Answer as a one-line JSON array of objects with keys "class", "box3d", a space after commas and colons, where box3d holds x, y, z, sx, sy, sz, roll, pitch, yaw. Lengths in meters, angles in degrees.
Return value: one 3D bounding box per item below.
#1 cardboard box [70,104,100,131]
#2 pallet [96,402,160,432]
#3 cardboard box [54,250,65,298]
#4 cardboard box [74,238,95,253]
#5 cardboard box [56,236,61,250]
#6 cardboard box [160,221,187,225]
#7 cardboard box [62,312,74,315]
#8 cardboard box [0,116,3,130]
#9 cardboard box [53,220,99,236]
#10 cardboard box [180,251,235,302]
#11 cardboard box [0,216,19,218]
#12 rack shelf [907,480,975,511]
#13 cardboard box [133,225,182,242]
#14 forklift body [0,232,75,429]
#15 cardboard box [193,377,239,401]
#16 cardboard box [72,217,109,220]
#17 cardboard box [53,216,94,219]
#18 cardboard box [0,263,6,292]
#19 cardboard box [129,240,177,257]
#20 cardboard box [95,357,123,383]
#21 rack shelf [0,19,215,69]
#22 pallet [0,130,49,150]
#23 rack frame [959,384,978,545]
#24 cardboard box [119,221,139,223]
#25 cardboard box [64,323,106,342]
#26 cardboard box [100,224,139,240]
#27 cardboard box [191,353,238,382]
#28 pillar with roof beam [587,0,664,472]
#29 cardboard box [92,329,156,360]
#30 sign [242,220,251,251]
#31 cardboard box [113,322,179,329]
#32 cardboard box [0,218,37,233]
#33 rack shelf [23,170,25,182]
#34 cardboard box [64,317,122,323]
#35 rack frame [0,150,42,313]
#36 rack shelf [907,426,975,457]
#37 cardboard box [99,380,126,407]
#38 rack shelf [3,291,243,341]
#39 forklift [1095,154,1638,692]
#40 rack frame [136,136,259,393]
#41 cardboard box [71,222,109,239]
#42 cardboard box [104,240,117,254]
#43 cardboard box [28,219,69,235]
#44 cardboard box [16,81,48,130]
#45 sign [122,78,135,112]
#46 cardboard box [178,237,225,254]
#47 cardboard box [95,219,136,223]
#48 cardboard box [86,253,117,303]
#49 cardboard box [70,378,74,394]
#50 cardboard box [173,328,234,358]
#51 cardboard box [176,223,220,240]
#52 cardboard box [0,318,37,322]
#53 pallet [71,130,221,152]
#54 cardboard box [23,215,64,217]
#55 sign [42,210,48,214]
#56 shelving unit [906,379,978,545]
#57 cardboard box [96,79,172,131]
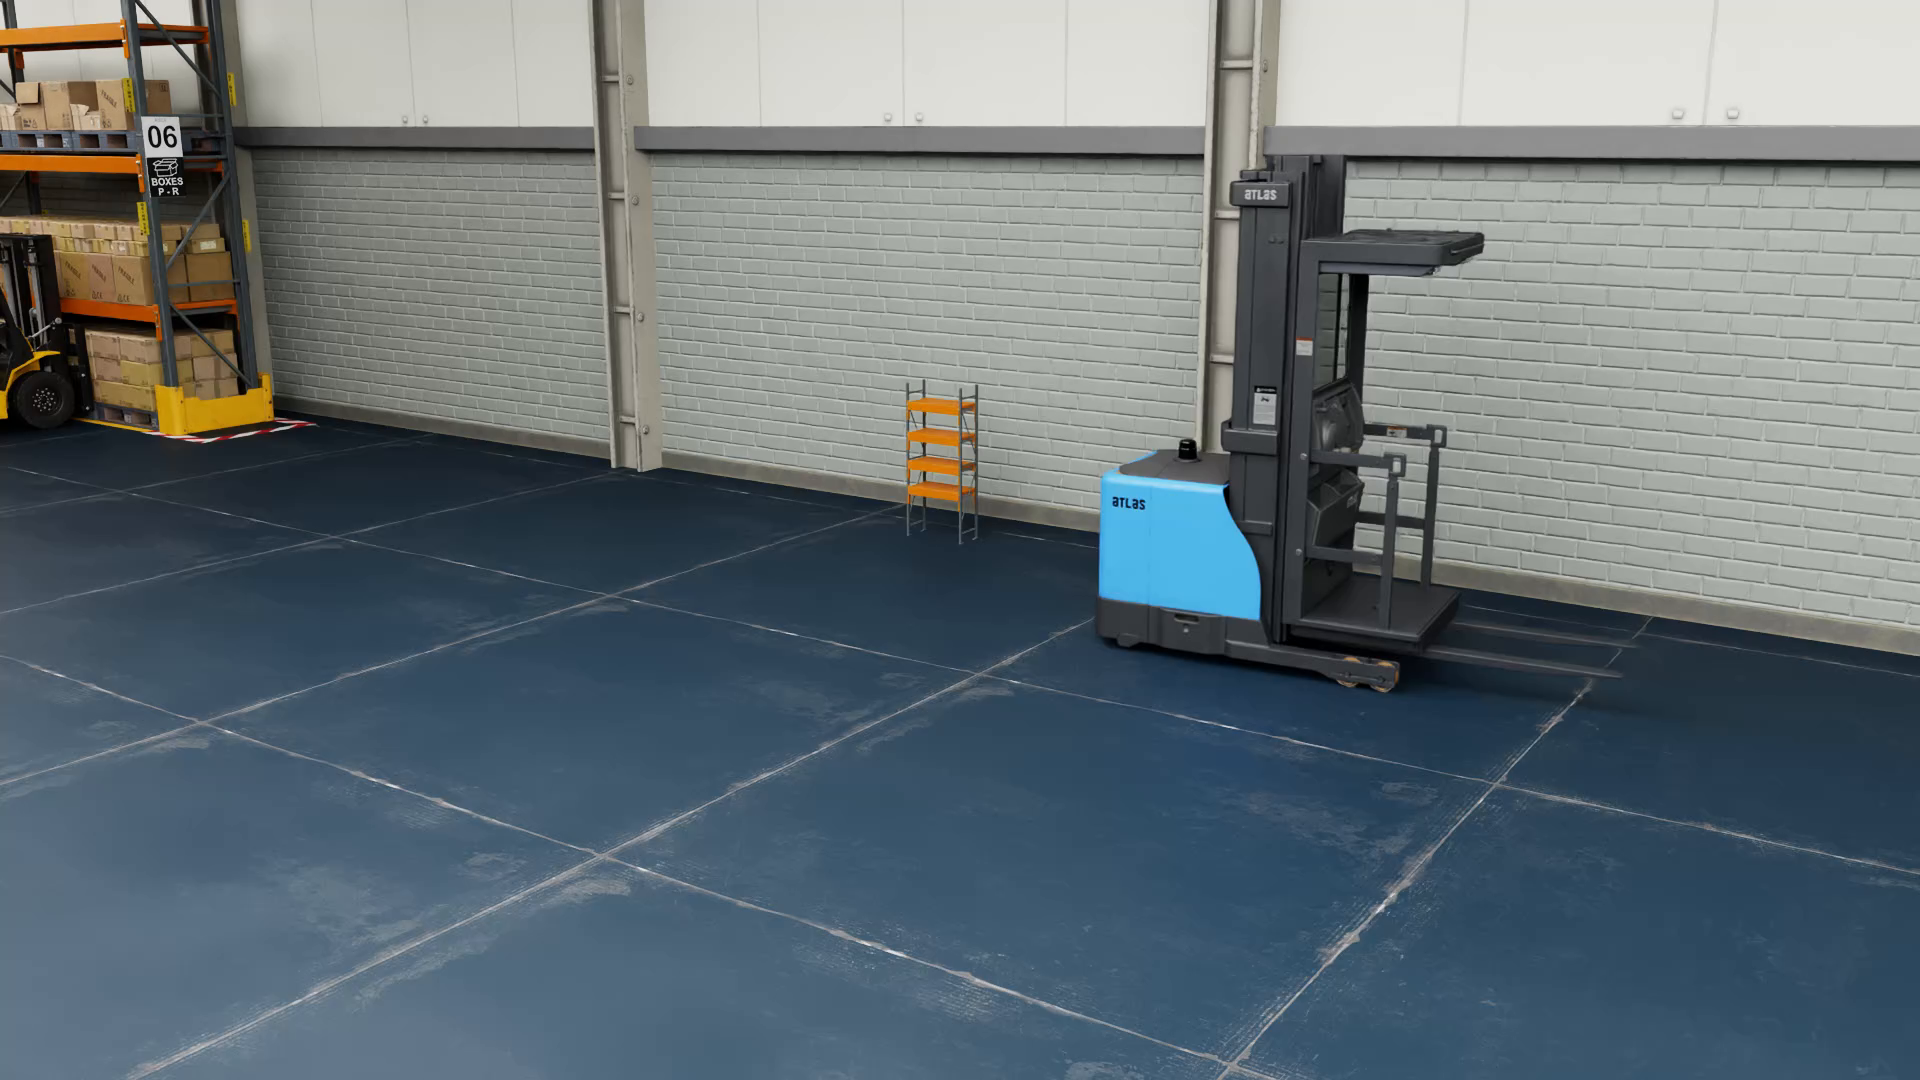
[{"class": "cardboard box", "box3d": [-8.994, -4.402, 17.317, 0.258, 0.266, 0.396, 9, 17, 33]}, {"class": "pallet", "box3d": [-8.584, -1.415, 18.098, 1.213, 0.211, 1.003, 9, 17, 33]}, {"class": "cardboard box", "box3d": [-9.755, -2.941, 18.255, 0.500, 0.500, 0.500, 9, 17, 33]}, {"class": "cardboard box", "box3d": [-9.227, -3.165, 17.809, 0.250, 0.149, 0.380, 9, 16, 31]}, {"class": "cardboard box", "box3d": [-9.605, -3.247, 18.138, 0.250, 0.149, 0.380, 9, 17, 32]}, {"class": "cardboard box", "box3d": [-8.511, -3.344, 17.911, 0.250, 0.149, 0.380, 10, 17, 34]}, {"class": "cardboard box", "box3d": [-10.729, -2.537, 19.598, 0.500, 0.250, 0.500, 10, 17, 34]}, {"class": "cardboard box", "box3d": [-10.405, -4.573, 18.253, 0.250, 0.149, 0.380, 10, 17, 34]}, {"class": "cardboard box", "box3d": [-9.617, -3.392, 18.107, 0.250, 0.149, 0.380, 9, 17, 34]}, {"class": "cardboard box", "box3d": [-8.182, -2.844, 17.863, 0.500, 0.500, 0.500, 10, 17, 35]}, {"class": "cardboard box", "box3d": [-10.869, -3.603, 18.957, 0.250, 0.149, 0.380, 9, 17, 34]}, {"class": "rack shelf", "box3d": [-0.137, -0.347, 12.833, 0.480, 0.148, 0.258, 9, 17, 33]}, {"class": "cardboard box", "box3d": [-8.341, -3.188, 17.281, 0.250, 0.149, 0.380, 9, 17, 33]}, {"class": "forklift body", "box3d": [-10.518, -2.152, 17.042, 1.214, 2.155, 2.313, 9, 17, 33]}, {"class": "cardboard box", "box3d": [-8.225, -1.648, 18.086, 0.500, 0.250, 0.500, 9, 17, 33]}, {"class": "cardboard box", "box3d": [-9.767, -3.557, 18.774, 0.250, 0.149, 0.380, 9, 16, 32]}, {"class": "cardboard box", "box3d": [-10.157, -3.640, 19.107, 0.250, 0.149, 0.380, 9, 16, 32]}, {"class": "cardboard box", "box3d": [-10.582, -3.081, 18.818, 0.500, 0.500, 0.500, 10, 17, 34]}, {"class": "cardboard box", "box3d": [-8.370, -3.028, 17.255, 0.250, 0.149, 0.380, 9, 17, 34]}, {"class": "cardboard box", "box3d": [-8.915, -1.858, 17.895, 0.500, 0.250, 0.500, 9, 17, 32]}, {"class": "rack shelf", "box3d": [-9.586, -5.311, 17.880, 4.000, 0.370, 1.077, 9, 17, 33]}, {"class": "pallet", "box3d": [-10.523, -4.514, 18.758, 1.213, 0.211, 1.003, 9, 17, 33]}, {"class": "rack frame", "box3d": [0.065, -0.572, 12.636, 0.015, 1.200, 0.240, 9, 17, 33]}, {"class": "cardboard box", "box3d": [-8.941, -3.410, 18.180, 0.250, 0.149, 0.380, 10, 17, 35]}, {"class": "cardboard box", "box3d": [-9.750, -2.230, 18.358, 0.500, 0.250, 0.500, 9, 16, 32]}, {"class": "cardboard box", "box3d": [-8.795, -3.244, 17.510, 0.250, 0.149, 0.380, 10, 17, 34]}, {"class": "cardboard box", "box3d": [-8.201, -1.890, 18.024, 0.500, 0.250, 0.500, 10, 17, 34]}, {"class": "pillar with roof beam", "box3d": [-5.425, -4.196, 11.047, 0.400, 9.000, 9.100, 9, 17, 33]}, {"class": "cardboard box", "box3d": [-8.910, -2.095, 17.812, 0.500, 0.250, 0.500, 10, 17, 34]}, {"class": "sign", "box3d": [-7.612, -3.242, 17.713, 0.005, 0.325, 0.100, 9, 17, 33]}, {"class": "cardboard box", "box3d": [-9.045, -2.266, 18.502, 0.500, 0.250, 0.500, 9, 17, 32]}, {"class": "cardboard box", "box3d": [-10.506, -3.512, 18.590, 0.250, 0.149, 0.380, 10, 17, 34]}, {"class": "rack shelf", "box3d": [-12.905, -4.585, 20.359, 4.000, 0.370, 1.077, 9, 17, 33]}, {"class": "cardboard box", "box3d": [-9.888, -2.402, 19.051, 0.500, 0.250, 0.500, 9, 17, 33]}, {"class": "rack frame", "box3d": [-11.245, -3.210, 19.549, 0.127, 3.000, 1.000, 9, 17, 33]}, {"class": "rack shelf", "box3d": [-0.137, -0.756, 12.731, 0.480, 0.148, 0.258, 9, 17, 33]}, {"class": "cardboard box", "box3d": [-8.900, -1.612, 17.940, 0.500, 0.250, 0.500, 9, 17, 33]}, {"class": "rack shelf", "box3d": [-9.586, -2.593, 18.552, 4.000, 0.370, 1.077, 9, 17, 33]}, {"class": "forklift", "box3d": [2.377, -0.712, 9.600, 3.031, 2.935, 1.130, 7, 16, 27]}, {"class": "rack frame", "box3d": [-7.926, -2.674, 17.382, 0.127, 3.000, 1.000, 9, 17, 33]}, {"class": "cardboard box", "box3d": [-9.239, -3.305, 17.756, 0.250, 0.149, 0.380, 10, 17, 34]}, {"class": "cardboard box", "box3d": [-8.780, -3.103, 17.559, 0.250, 0.149, 0.380, 10, 17, 34]}, {"class": "cardboard box", "box3d": [-10.033, -3.459, 18.378, 0.250, 0.149, 0.380, 9, 17, 33]}, {"class": "cardboard box", "box3d": [-9.688, -4.687, 17.974, 0.637, 0.503, 0.797, 10, 17, 35]}, {"class": "sign", "box3d": [-8.241, -4.415, 16.496, 0.005, 0.325, 0.100, 9, 17, 33]}, {"class": "cardboard box", "box3d": [-8.063, -3.135, 17.685, 0.250, 0.149, 0.380, 9, 16, 31]}, {"class": "cardboard box", "box3d": [-9.353, -3.482, 18.472, 0.250, 0.149, 0.380, 9, 17, 33]}, {"class": "cardboard box", "box3d": [-8.907, -2.808, 17.714, 0.500, 0.500, 0.500, 10, 17, 35]}, {"class": "cardboard box", "box3d": [-9.754, -1.746, 18.481, 0.500, 0.250, 0.500, 10, 17, 35]}, {"class": "cardboard box", "box3d": [-8.220, -2.131, 17.955, 0.500, 0.250, 0.500, 9, 16, 32]}, {"class": "cardboard box", "box3d": [-8.086, -3.269, 17.611, 0.250, 0.149, 0.380, 9, 16, 32]}, {"class": "cardboard box", "box3d": [-10.601, -2.367, 18.909, 0.500, 0.250, 0.500, 9, 17, 33]}, {"class": "pallet", "box3d": [-8.499, -4.187, 17.437, 1.213, 0.211, 1.003, 9, 17, 33]}, {"class": "cardboard box", "box3d": [-10.627, -3.694, 19.325, 0.250, 0.149, 0.380, 9, 16, 31]}, {"class": "sign", "box3d": [-10.937, -3.780, 19.884, 0.005, 0.325, 0.100, 9, 17, 33]}, {"class": "shelving unit", "box3d": [-0.137, -0.605, 12.769, 0.503, 1.200, 0.258, 9, 17, 33]}, {"class": "cardboard box", "box3d": [-8.430, -4.442, 16.991, 0.500, 0.500, 0.500, 10, 17, 35]}]
